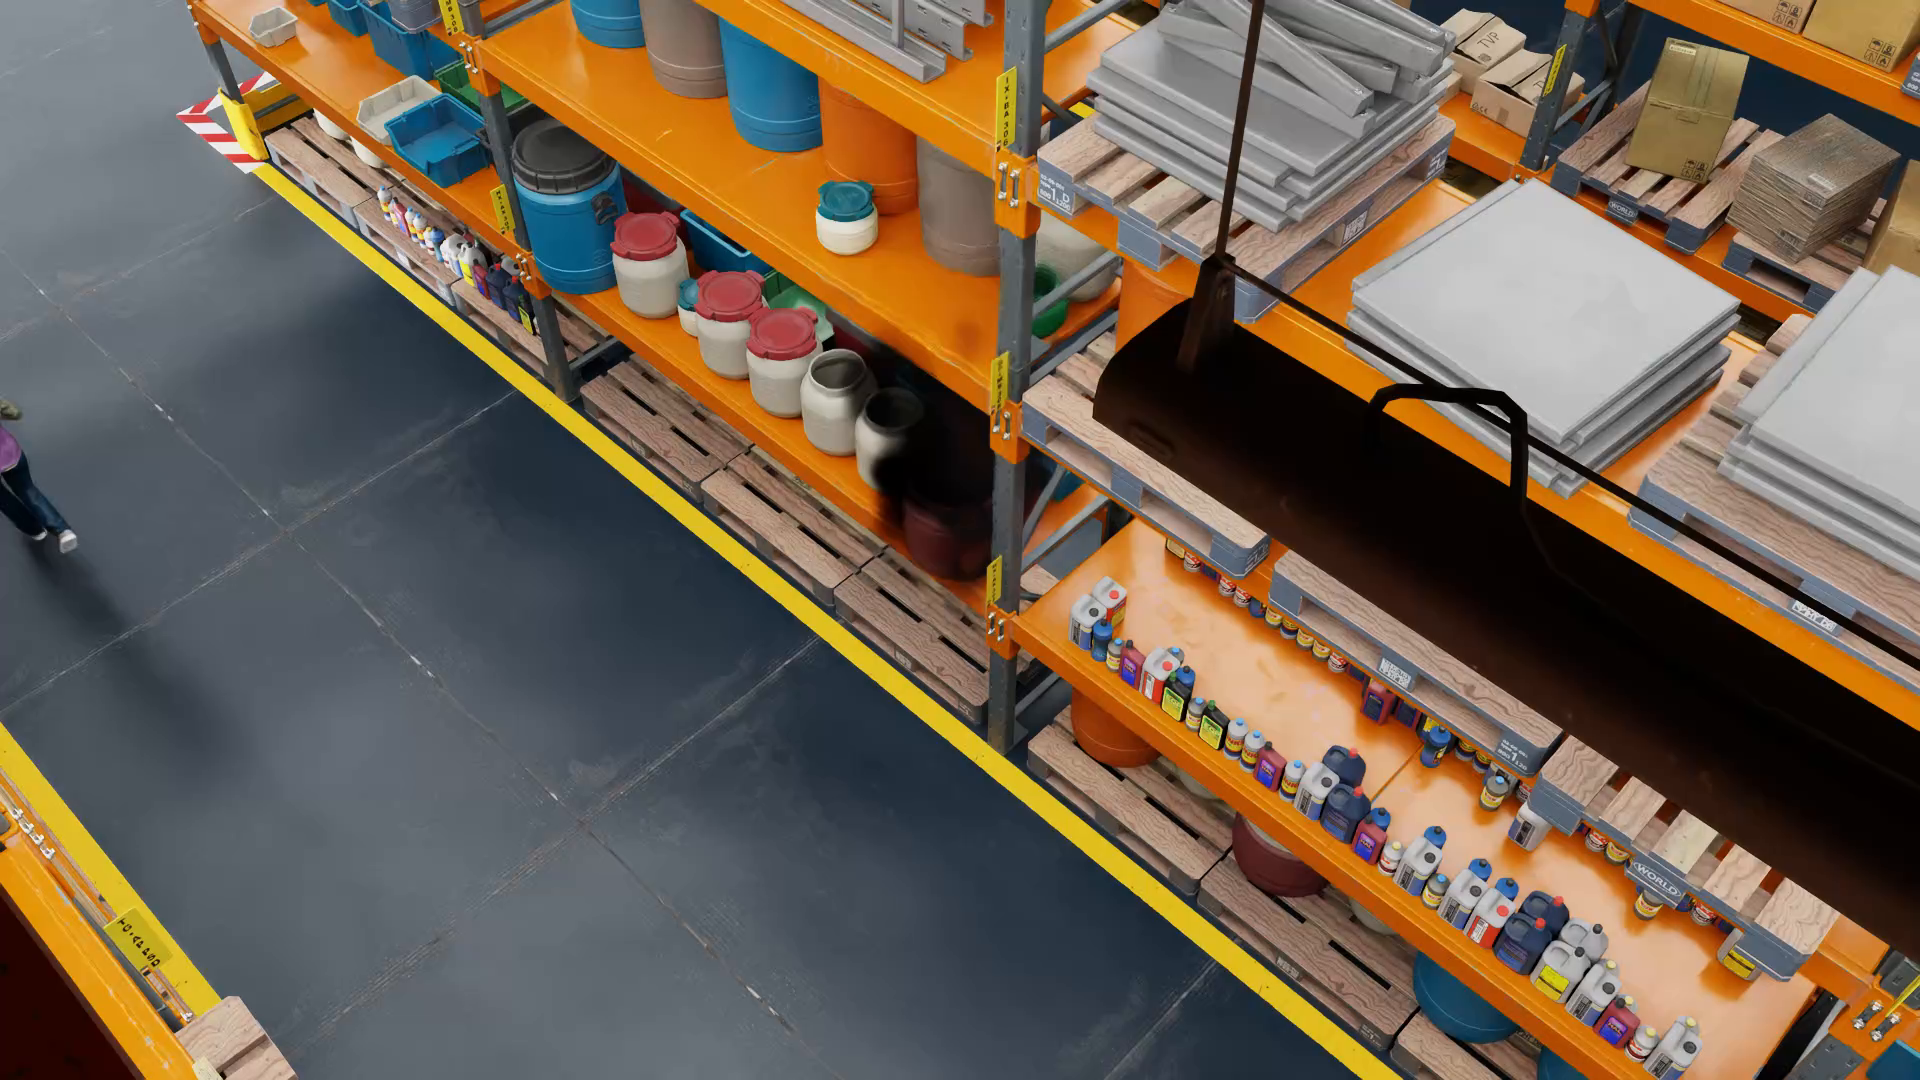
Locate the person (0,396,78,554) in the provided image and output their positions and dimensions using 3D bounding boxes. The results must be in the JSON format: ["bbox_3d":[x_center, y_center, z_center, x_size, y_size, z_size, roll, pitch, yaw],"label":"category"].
[{"bbox_3d":[-5.637,-0.431,9.737,0.759,1.584,0.547,33,57,24],"label":"person"}]
